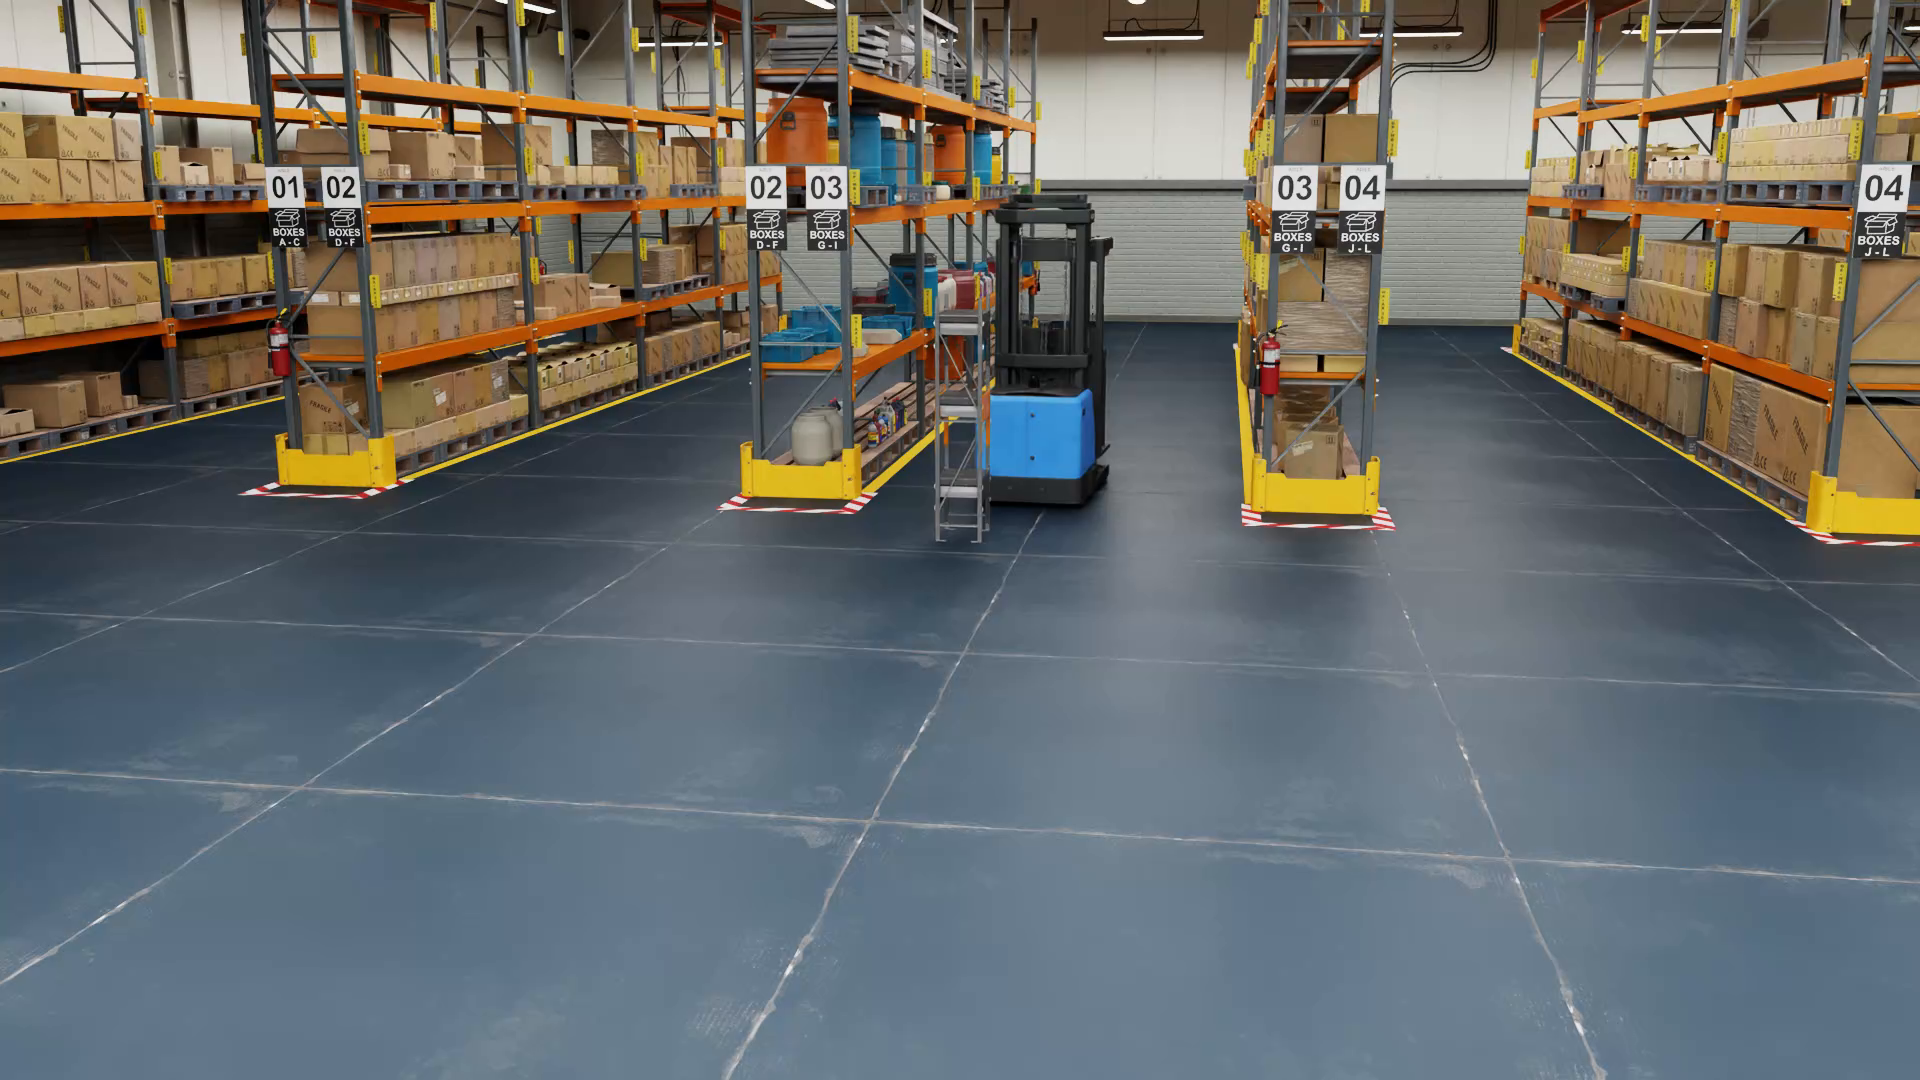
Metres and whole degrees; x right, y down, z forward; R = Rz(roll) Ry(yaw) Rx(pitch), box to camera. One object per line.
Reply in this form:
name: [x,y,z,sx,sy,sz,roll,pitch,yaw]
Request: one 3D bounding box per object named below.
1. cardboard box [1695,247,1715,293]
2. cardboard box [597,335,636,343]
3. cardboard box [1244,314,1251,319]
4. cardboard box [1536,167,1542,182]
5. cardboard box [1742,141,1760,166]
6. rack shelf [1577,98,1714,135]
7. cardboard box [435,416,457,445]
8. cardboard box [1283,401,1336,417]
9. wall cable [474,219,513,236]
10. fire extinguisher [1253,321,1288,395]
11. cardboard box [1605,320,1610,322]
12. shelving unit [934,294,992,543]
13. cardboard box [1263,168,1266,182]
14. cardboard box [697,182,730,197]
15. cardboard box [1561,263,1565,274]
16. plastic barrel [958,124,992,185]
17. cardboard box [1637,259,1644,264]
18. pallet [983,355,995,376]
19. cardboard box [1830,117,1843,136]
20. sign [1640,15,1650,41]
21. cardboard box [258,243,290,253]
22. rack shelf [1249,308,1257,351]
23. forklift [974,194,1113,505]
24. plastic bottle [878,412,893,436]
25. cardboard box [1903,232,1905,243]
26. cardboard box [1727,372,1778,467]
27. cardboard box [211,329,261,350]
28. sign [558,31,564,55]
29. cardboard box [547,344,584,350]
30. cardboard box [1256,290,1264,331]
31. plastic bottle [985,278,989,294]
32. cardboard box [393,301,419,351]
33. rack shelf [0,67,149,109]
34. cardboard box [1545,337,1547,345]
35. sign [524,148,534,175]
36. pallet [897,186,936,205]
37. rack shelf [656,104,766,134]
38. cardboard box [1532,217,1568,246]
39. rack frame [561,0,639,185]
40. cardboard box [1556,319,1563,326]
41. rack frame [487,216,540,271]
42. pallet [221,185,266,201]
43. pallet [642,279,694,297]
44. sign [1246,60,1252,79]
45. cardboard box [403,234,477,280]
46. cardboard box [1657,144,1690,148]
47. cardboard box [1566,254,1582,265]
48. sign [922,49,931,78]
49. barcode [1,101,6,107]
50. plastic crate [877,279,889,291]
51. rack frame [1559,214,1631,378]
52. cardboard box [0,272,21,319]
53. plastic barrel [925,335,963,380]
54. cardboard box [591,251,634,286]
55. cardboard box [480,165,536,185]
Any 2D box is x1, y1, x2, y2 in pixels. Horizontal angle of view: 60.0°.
cardboard box: [8.999,-3.138,19.324,0.700,0.500,0.500,2,12,8]
cardboard box: [-5.295,-2.921,25.818,0.500,0.500,0.500,2,12,11]
cardboard box: [4.852,-2.899,24.872,1.225,0.875,0.875,2,12,9]
cardboard box: [10.293,-6.334,28.811,0.500,0.250,0.500,2,12,8]
cardboard box: [8.423,-3.985,17.158,0.500,0.250,0.500,2,12,8]
rack shelf: [9.774,-6.024,23.744,1.077,0.370,4.000,2,12,9]
cardboard box: [-5.984,-1.234,18.631,0.500,0.250,0.500,2,12,9]
cardboard box: [3.766,-1.222,17.979,0.500,0.500,0.500,1,12,4]
wall cable: [-9.610,-6.345,34.403,0.084,1.984,1.851,2,12,9]
fire extinguisher: [2.878,-1.692,15.409,0.296,0.674,0.183,2,12,9]
cardboard box: [10.217,-3.242,25.572,0.500,0.250,0.500,2,12,7]
shelving unit: [0.025,-1.061,14.432,0.431,2.100,0.503,2,12,9]
cardboard box: [3.611,-4.102,18.696,0.380,0.149,0.250,2,12,7]
cardboard box: [-4.272,-6.045,28.658,0.500,0.250,0.500,2,12,9]
cardboard box: [9.566,-4.216,25.829,0.380,0.149,0.250,2,12,10]
plastic barrel: [0.191,-5.954,25.693,0.600,0.901,0.708,2,12,9]
cardboard box: [9.929,-3.959,23.933,0.380,0.149,0.250,2,12,10]
pallet: [0.142,-2.875,27.332,1.003,0.211,1.213,2,12,9]
cardboard box: [7.992,-3.678,14.788,0.380,0.149,0.250,2,12,9]
sign: [8.929,-6.666,21.659,0.100,0.325,0.005,2,12,9]
cardboard box: [-10.161,-4.326,24.628,0.380,0.149,0.250,0,12,-1]
rack shelf: [4.273,-2.636,21.313,1.077,0.370,4.000,2,12,9]
forklift: [0.948,-2.032,16.964,1.130,2.935,3.031,3,12,12]
plastic bottle: [-0.851,-1.331,18.972,0.152,0.276,0.135,2,12,10]
cardboard box: [14.788,-4.561,25.925,0.500,0.500,0.500,2,12,8]
cardboard box: [8.550,-1.240,17.174,0.875,0.875,0.875,2,12,9]
cardboard box: [-10.385,-2.870,23.799,0.500,0.250,0.500,2,12,8]
sign: [-5.745,-7.169,23.996,0.100,0.325,0.005,2,12,9]
cardboard box: [-5.650,-2.652,23.878,0.500,0.311,0.500,2,12,7]
cardboard box: [3.724,-2.571,18.361,0.875,0.500,0.500,2,12,9]
plastic bottle: [0.371,-3.987,26.167,0.152,0.276,0.135,2,12,9]
cardboard box: [-6.277,-2.316,17.881,0.700,0.500,0.500,2,12,10]
rack shelf: [-11.025,-5.216,19.052,1.077,0.370,4.000,2,12,9]
cardboard box: [10.085,-3.359,28.024,0.380,0.149,0.250,1,12,6]
sign: [-5.273,-4.633,20.338,0.100,0.325,0.005,2,12,9]
pallet: [-0.943,-3.953,19.043,1.213,0.211,1.003,2,12,9]
rack shelf: [-4.284,-7.554,29.902,1.077,0.370,4.000,2,12,9]
cardboard box: [10.294,-5.381,29.024,0.500,0.500,0.500,2,12,10]
rack frame: [-5.207,-6.659,24.030,1.000,3.000,0.127,2,12,9]
cardboard box: [10.770,-3.821,29.463,0.380,0.149,0.250,2,12,10]
rack frame: [-8.872,-5.551,33.131,1.000,3.000,0.127,2,12,9]
pallet: [-10.361,-4.769,22.826,1.213,0.211,1.003,2,12,9]
pallet: [-4.912,-4.037,26.562,1.003,0.211,1.213,2,12,9]
sign: [5.264,-8.556,30.239,0.100,0.325,0.005,2,12,9]
cardboard box: [-6.038,-3.274,19.250,0.700,0.500,0.500,2,12,9]
cardboard box: [9.880,-5.349,23.018,0.396,0.266,0.258,2,12,9]
cardboard box: [9.530,-4.303,25.528,0.380,0.149,0.250,2,12,10]
sign: [-0.386,-5.542,19.347,0.100,0.325,0.005,2,12,9]
barcode: [-11.356,-5.173,19.746,0.001,0.075,0.075,2,12,9]
plastic crate: [-0.864,-3.269,22.392,0.402,0.464,0.583,2,12,9]
rack frame: [10.082,-4.055,26.190,1.000,3.000,0.127,2,12,9]
cardboard box: [-10.876,-2.716,18.503,0.500,0.500,0.500,2,12,9]
plastic barrel: [-0.255,-2.811,24.573,0.600,0.830,0.708,2,12,9]
cardboard box: [-5.221,-4.115,25.233,0.700,0.500,0.500,-2,12,-10]
cardboard box: [-5.718,-4.620,21.048,0.500,0.250,0.500,3,13,15]
